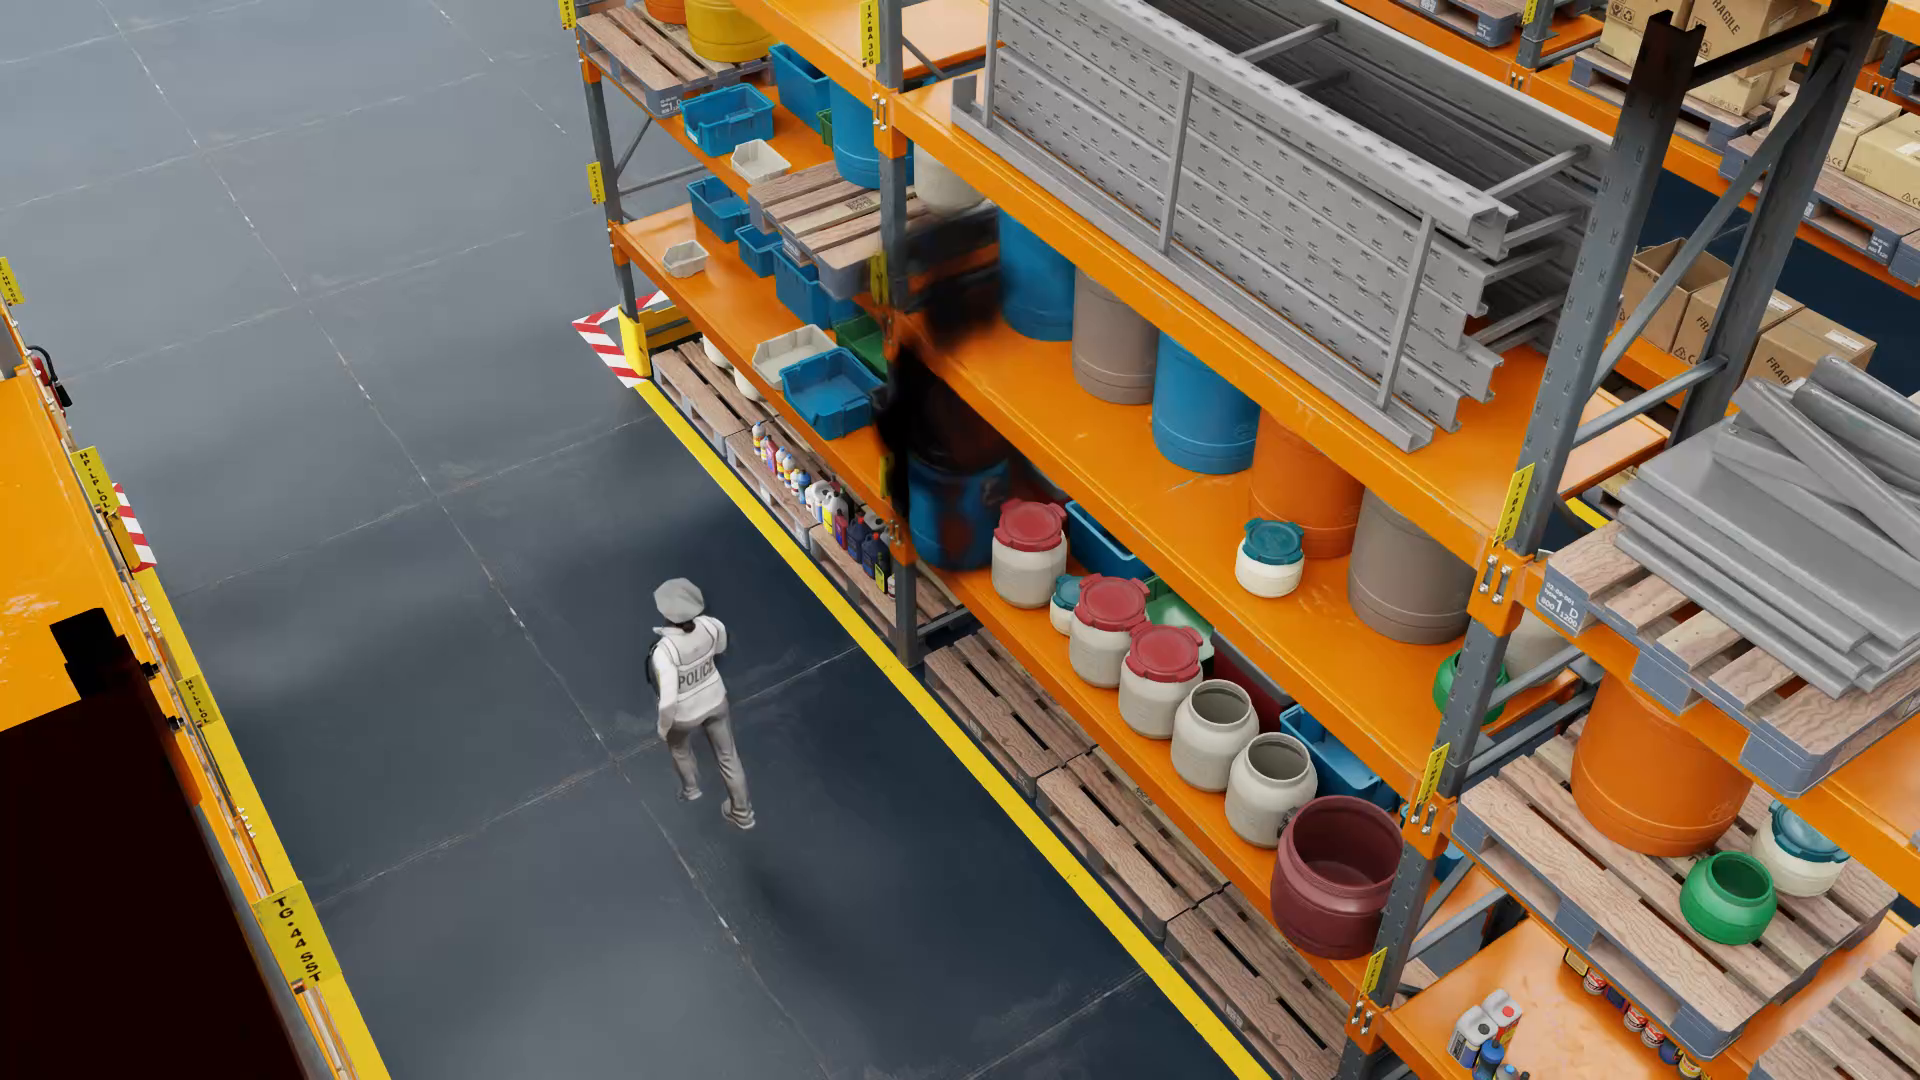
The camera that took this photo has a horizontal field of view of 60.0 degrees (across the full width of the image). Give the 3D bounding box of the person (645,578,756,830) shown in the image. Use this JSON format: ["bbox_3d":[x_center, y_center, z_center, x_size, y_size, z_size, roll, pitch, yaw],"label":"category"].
[{"bbox_3d":[-1.466,0.931,9.114,0.588,1.786,0.780,-29,50,-28],"label":"person"}]
